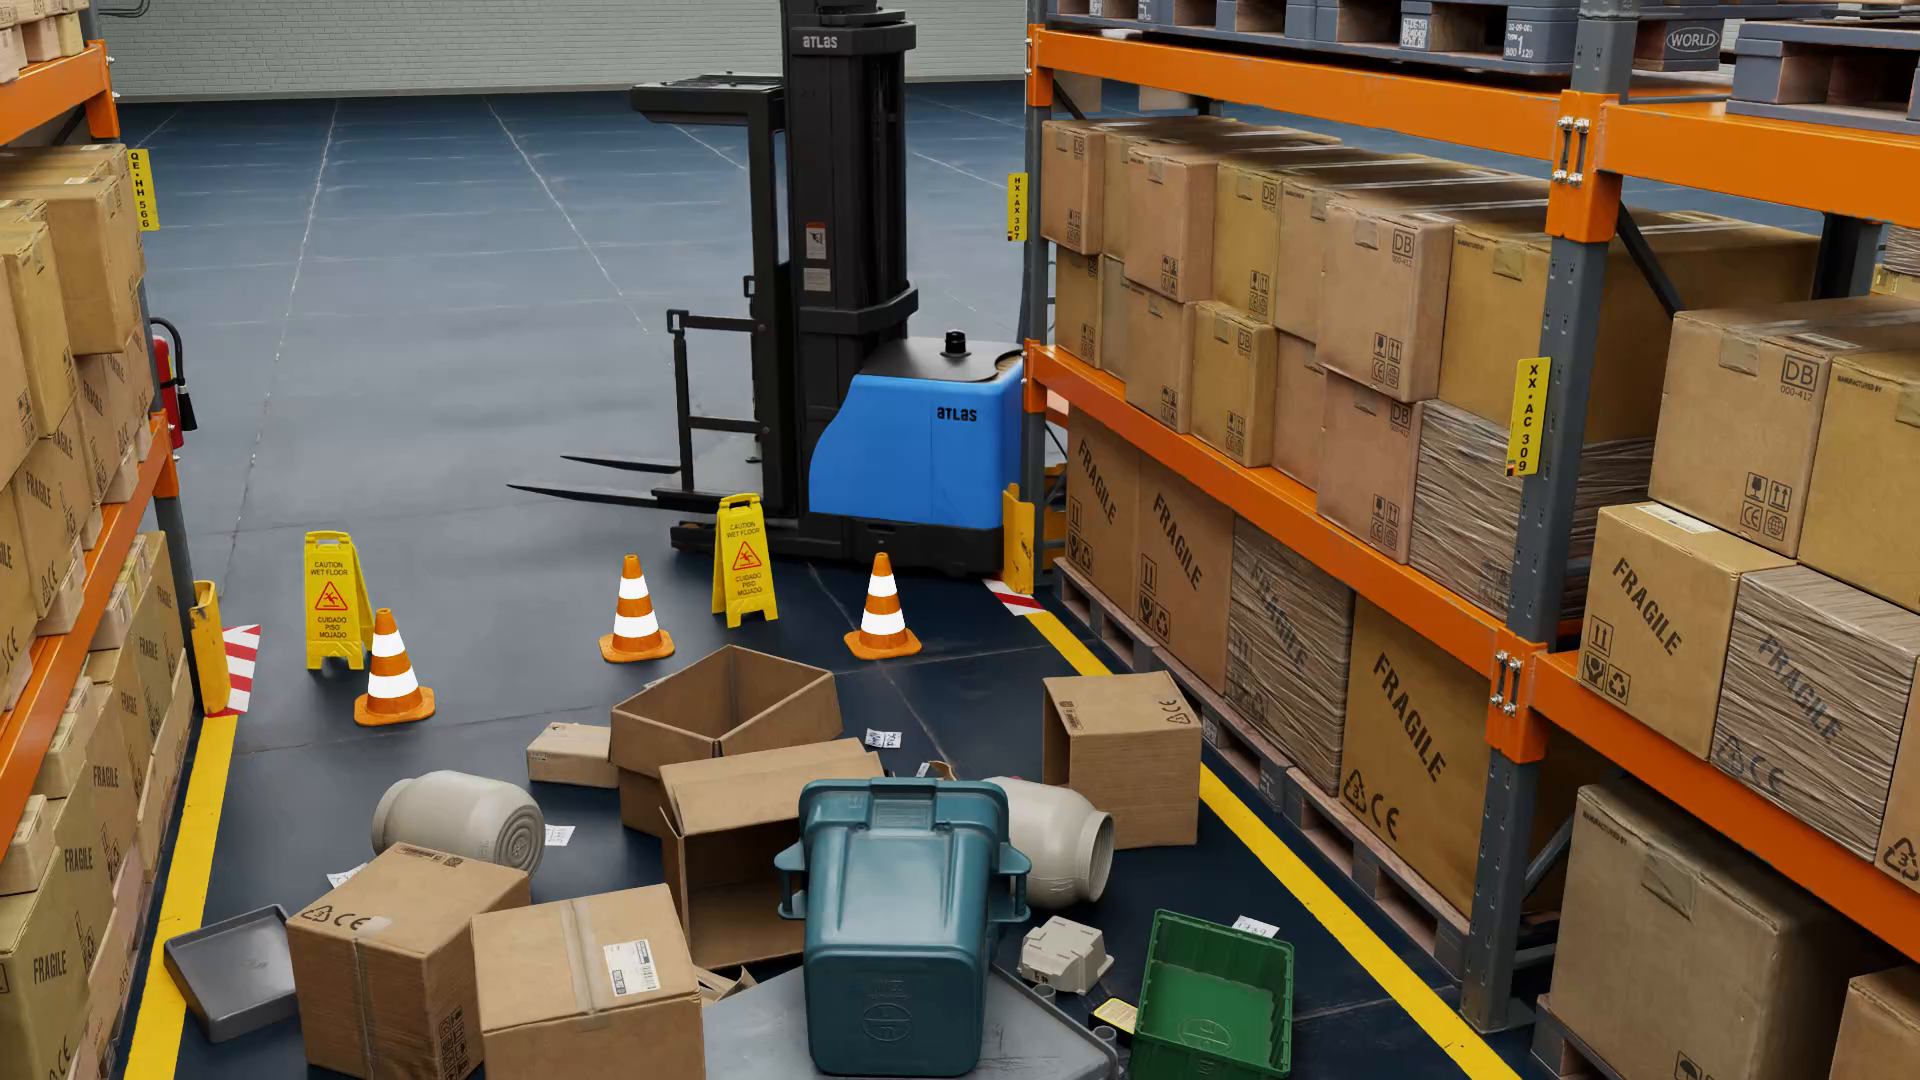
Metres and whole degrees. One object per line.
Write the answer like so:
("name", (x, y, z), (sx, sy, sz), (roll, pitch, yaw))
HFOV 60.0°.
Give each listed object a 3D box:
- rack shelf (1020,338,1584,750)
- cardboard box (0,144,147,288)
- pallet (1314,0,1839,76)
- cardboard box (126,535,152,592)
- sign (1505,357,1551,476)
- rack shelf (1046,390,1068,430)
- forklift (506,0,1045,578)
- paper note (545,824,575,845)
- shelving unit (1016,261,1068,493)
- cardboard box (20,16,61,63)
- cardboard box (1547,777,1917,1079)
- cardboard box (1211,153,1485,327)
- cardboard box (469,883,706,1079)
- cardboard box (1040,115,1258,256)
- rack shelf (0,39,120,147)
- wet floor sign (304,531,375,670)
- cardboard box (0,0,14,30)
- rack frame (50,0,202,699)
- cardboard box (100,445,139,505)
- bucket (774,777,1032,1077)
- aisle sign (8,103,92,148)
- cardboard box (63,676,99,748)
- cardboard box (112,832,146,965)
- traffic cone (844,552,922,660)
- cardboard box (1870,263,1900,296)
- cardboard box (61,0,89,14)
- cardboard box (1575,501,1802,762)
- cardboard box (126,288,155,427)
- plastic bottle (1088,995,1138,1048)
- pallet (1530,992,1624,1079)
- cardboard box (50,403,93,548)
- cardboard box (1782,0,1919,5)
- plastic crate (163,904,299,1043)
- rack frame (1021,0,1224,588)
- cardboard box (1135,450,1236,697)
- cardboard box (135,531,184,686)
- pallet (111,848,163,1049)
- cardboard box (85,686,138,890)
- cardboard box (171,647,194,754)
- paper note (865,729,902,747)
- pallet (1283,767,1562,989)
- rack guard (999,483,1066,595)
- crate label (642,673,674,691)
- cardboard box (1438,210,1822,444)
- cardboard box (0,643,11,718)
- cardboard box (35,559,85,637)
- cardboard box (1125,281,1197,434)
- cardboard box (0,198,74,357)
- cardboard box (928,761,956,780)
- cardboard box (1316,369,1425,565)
("rack shelf", (1.437, -0.250, 6.740), (1.077, 0.370, 4.000), (-6, 21, -17))
("cardboard box", (-3.492, -1.189, 6.223), (0.700, 0.500, 0.500), (-7, 21, -19))
("pallet", (1.818, -1.581, 5.074), (1.003, 0.211, 1.213), (-6, 21, -17))
("cardboard box", (-3.181, 0.106, 6.062), (0.380, 0.149, 0.250), (-6, 21, -16))
("sign", (1.539, -0.332, 4.507), (0.100, 0.325, 0.005), (-6, 21, -17))
("rack shelf", (0.741, -0.672, 9.504), (0.538, 0.185, 1.000), (-2, 19, -27))
("forklift", (-1.092, -1.449, 9.114), (3.031, 2.935, 1.130), (6, 21, 16))
("paper note", (-1.548, 1.111, 6.296), (0.148, 0.019, 0.142), (1, 20, 2))
("shelving unit", (0.766, -0.841, 9.445), (0.587, 1.500, 1.083), (-2, 19, -27))
("cardboard box", (-3.321, -1.716, 5.690), (0.380, 0.149, 0.250), (-6, 21, -16))
("cardboard box", (2.346, 1.104, 4.613), (1.050, 0.750, 0.750), (-6, 21, -17))
("cardboard box", (1.485, -1.169, 6.415), (0.875, 0.550, 0.500), (-6, 21, -17))
("cardboard box", (-0.922, 1.233, 4.125), (0.500, 0.500, 0.500), (-6, 21, -17))
("cardboard box", (0.888, -1.686, 7.855), (0.875, 0.550, 0.550), (-6, 21, -17))
("rack shelf", (-3.231, -1.104, 4.679), (1.077, 0.370, 4.000), (-6, 21, -17))
("wet floor sign", (-2.903, 0.261, 7.735), (0.267, 0.644, 0.232), (1, 20, 2))
("cardboard box", (-2.957, -1.529, 4.579), (0.500, 0.250, 0.500), (-6, 21, -17))
("rack frame", (-3.859, -0.672, 6.851), (1.000, 3.000, 0.127), (-6, 21, -17))
("cardboard box", (-3.184, -0.223, 5.973), (0.380, 0.149, 0.250), (-6, 21, -16))
("bucket", (-0.166, 1.079, 4.568), (0.726, 0.611, 0.620), (1, 30, 2))
("aisle sign", (-3.604, -1.947, 6.553), (0.394, 0.787, 0.004), (-6, 21, -17))
("cardboard box", (-2.764, 0.534, 4.870), (0.380, 0.149, 0.250), (-5, 20, -14))
("cardboard box", (-2.879, 1.150, 5.225), (0.500, 0.250, 0.500), (-7, 21, -18))
("traffic cone", (-0.373, 0.284, 7.940), (0.336, 0.463, 0.334), (-6, 21, -17))
("cardboard box", (5.412, -1.490, 9.500), (0.380, 0.149, 0.250), (-6, 21, -17))
("cardboard box", (-3.443, -2.018, 5.942), (0.500, 0.250, 0.500), (-7, 21, -18))
("cardboard box", (1.975, 0.203, 4.266), (0.500, 0.500, 0.500), (-6, 21, -17))
("cardboard box", (-3.427, -0.715, 6.381), (0.500, 0.500, 0.500), (-7, 21, -18))
("plastic bottle", (0.546, 1.507, 5.129), (0.283, 0.061, 0.133), (17, 26, 39))
("pallet", (2.379, 1.605, 4.636), (1.003, 0.211, 1.213), (-6, 21, -17))
("cardboard box", (-2.979, -0.228, 5.025), (0.500, 0.500, 0.500), (-6, 21, -17))
("cardboard box", (2.018, -1.320, 3.647), (0.258, 0.266, 0.396), (-7, 21, -18))
("plastic crate", (-2.317, 1.394, 5.416), (0.402, 0.080, 0.583), (-15, 25, -36))
("rack frame", (0.808, -1.231, 8.406), (1.000, 3.000, 0.127), (-6, 21, -17))
("cardboard box", (1.362, 0.064, 7.322), (0.875, 0.875, 0.875), (-7, 21, -18))
("cardboard box", (-3.360, 0.300, 6.480), (0.500, 0.500, 0.500), (-6, 21, -17))
("pallet", (-3.234, 1.320, 5.430), (1.003, 0.211, 1.213), (-6, 21, -17))
("cardboard box", (-2.872, 0.800, 5.090), (0.500, 0.500, 0.500), (-5, 20, -14))
("cardboard box", (-3.342, 0.663, 6.581), (0.500, 0.250, 0.500), (-6, 21, -17))
("paper note", (-0.324, 0.838, 7.042), (0.144, 0.017, 0.142), (1, 20, 2))
("pallet", (1.901, 1.113, 6.006), (1.003, 0.211, 1.213), (-6, 21, -17))
("rack guard", (0.800, -0.062, 8.850), (1.175, 0.500, 0.348), (-6, 21, -17))
("crate label", (-1.247, 0.694, 7.281), (0.298, 0.136, 0.250), (17, 26, 39))
("cardboard box", (1.982, -0.648, 4.964), (0.875, 0.550, 0.550), (-6, 21, -17))
("cardboard box", (-2.476, 0.253, 3.686), (0.500, 0.500, 0.500), (-6, 21, -17))
("cardboard box", (-2.790, 0.183, 4.842), (0.380, 0.149, 0.250), (-6, 21, -17))
("cardboard box", (1.218, -0.820, 7.040), (0.875, 0.550, 0.550), (-6, 21, -17))
("cardboard box", (-3.057, -0.699, 4.857), (0.700, 0.500, 0.500), (-7, 21, -18))
("cardboard box", (-0.223, 0.984, 6.285), (0.396, 0.266, 0.258), (-3, 20, -8))
("cardboard box", (1.744, -0.309, 5.617), (0.875, 0.550, 0.550), (-6, 21, -17))
